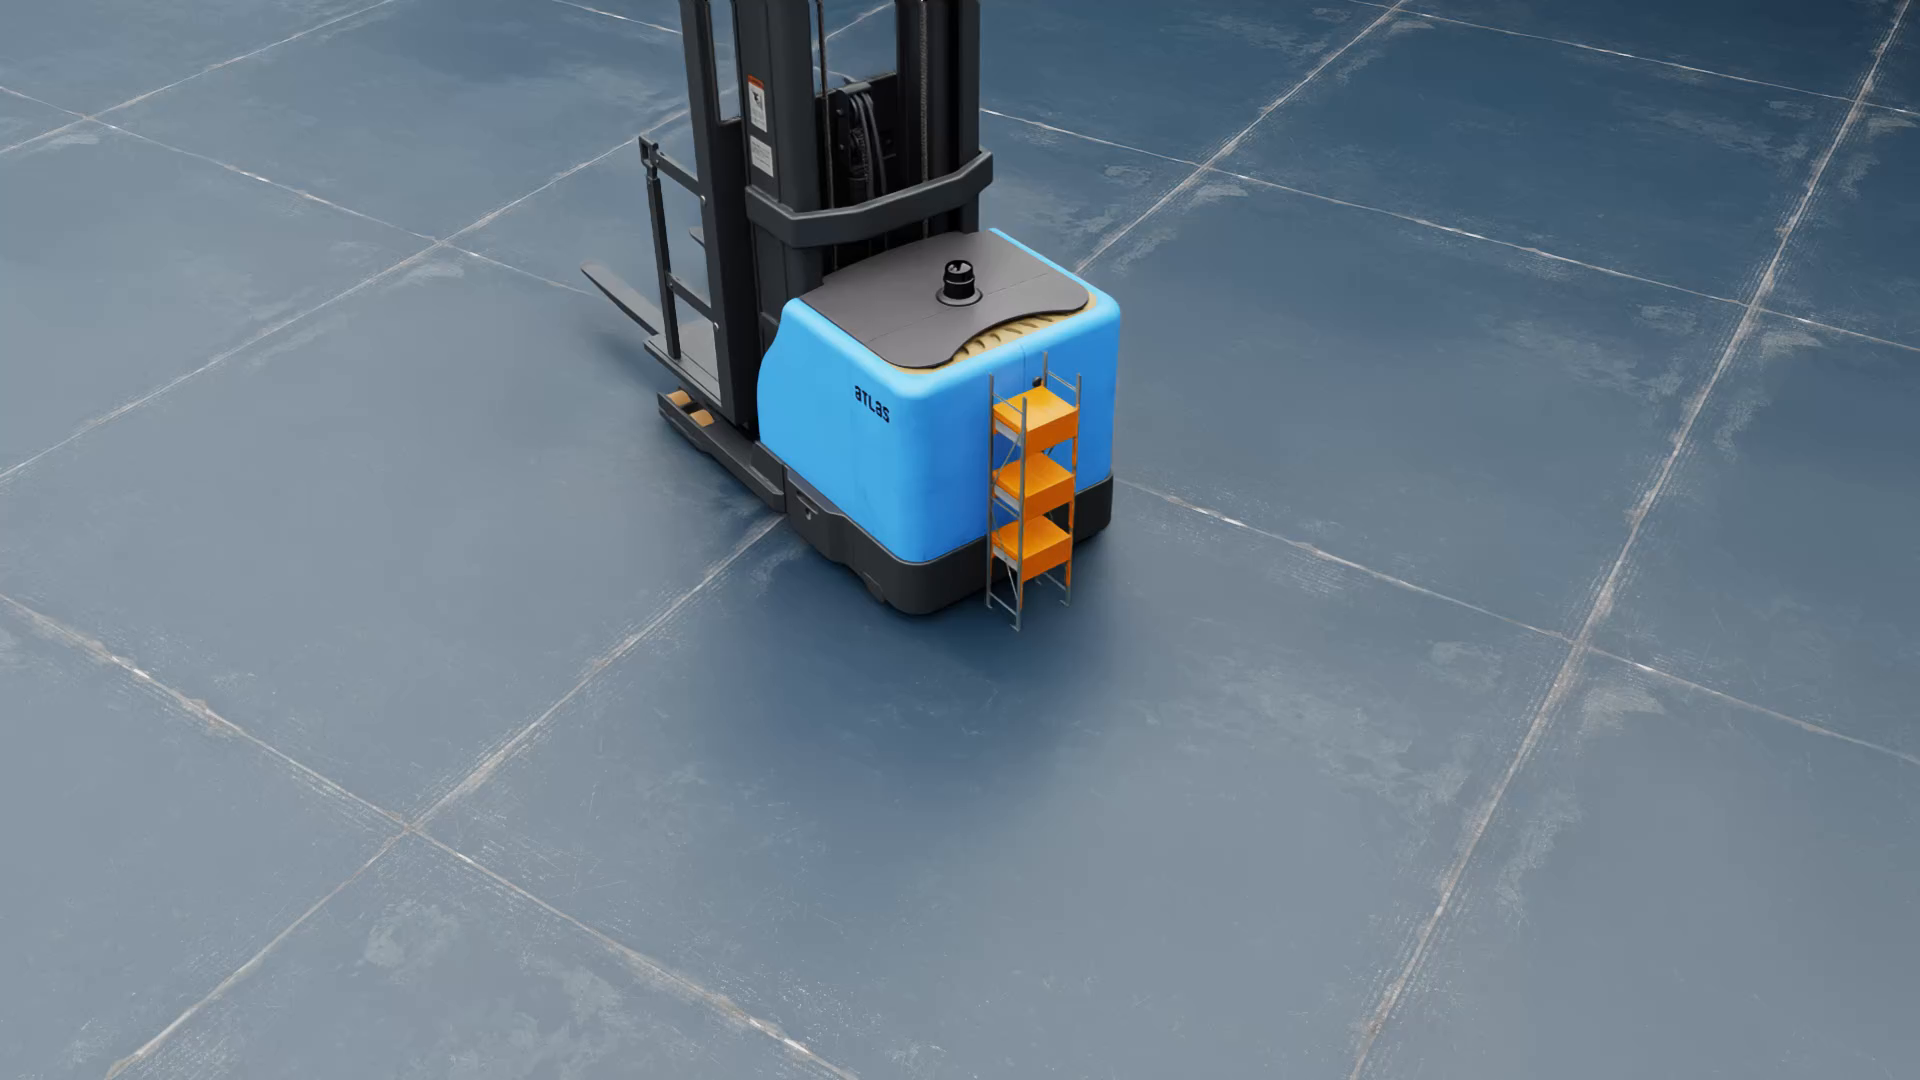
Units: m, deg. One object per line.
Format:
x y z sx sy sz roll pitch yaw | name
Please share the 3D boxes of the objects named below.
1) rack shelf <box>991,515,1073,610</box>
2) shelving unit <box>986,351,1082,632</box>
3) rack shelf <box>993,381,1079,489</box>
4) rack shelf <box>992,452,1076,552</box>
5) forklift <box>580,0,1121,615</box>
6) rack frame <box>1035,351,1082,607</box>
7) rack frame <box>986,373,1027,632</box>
0.262 0.068 6.274 0.240 0.259 0.215 -25 44 -29 | rack shelf
0.262 -0.160 6.098 0.252 1.050 0.215 -25 44 -29 | shelving unit
0.262 -0.377 5.931 0.240 0.259 0.215 -25 44 -29 | rack shelf
0.262 -0.152 6.105 0.240 0.259 0.215 -25 44 -29 | rack shelf
-0.680 -1.725 6.587 1.130 2.935 3.031 -25 44 -29 | forklift
0.359 -0.206 6.157 0.008 1.050 0.200 -25 44 -29 | rack frame
0.165 -0.115 6.040 0.008 1.050 0.200 -25 44 -29 | rack frame
